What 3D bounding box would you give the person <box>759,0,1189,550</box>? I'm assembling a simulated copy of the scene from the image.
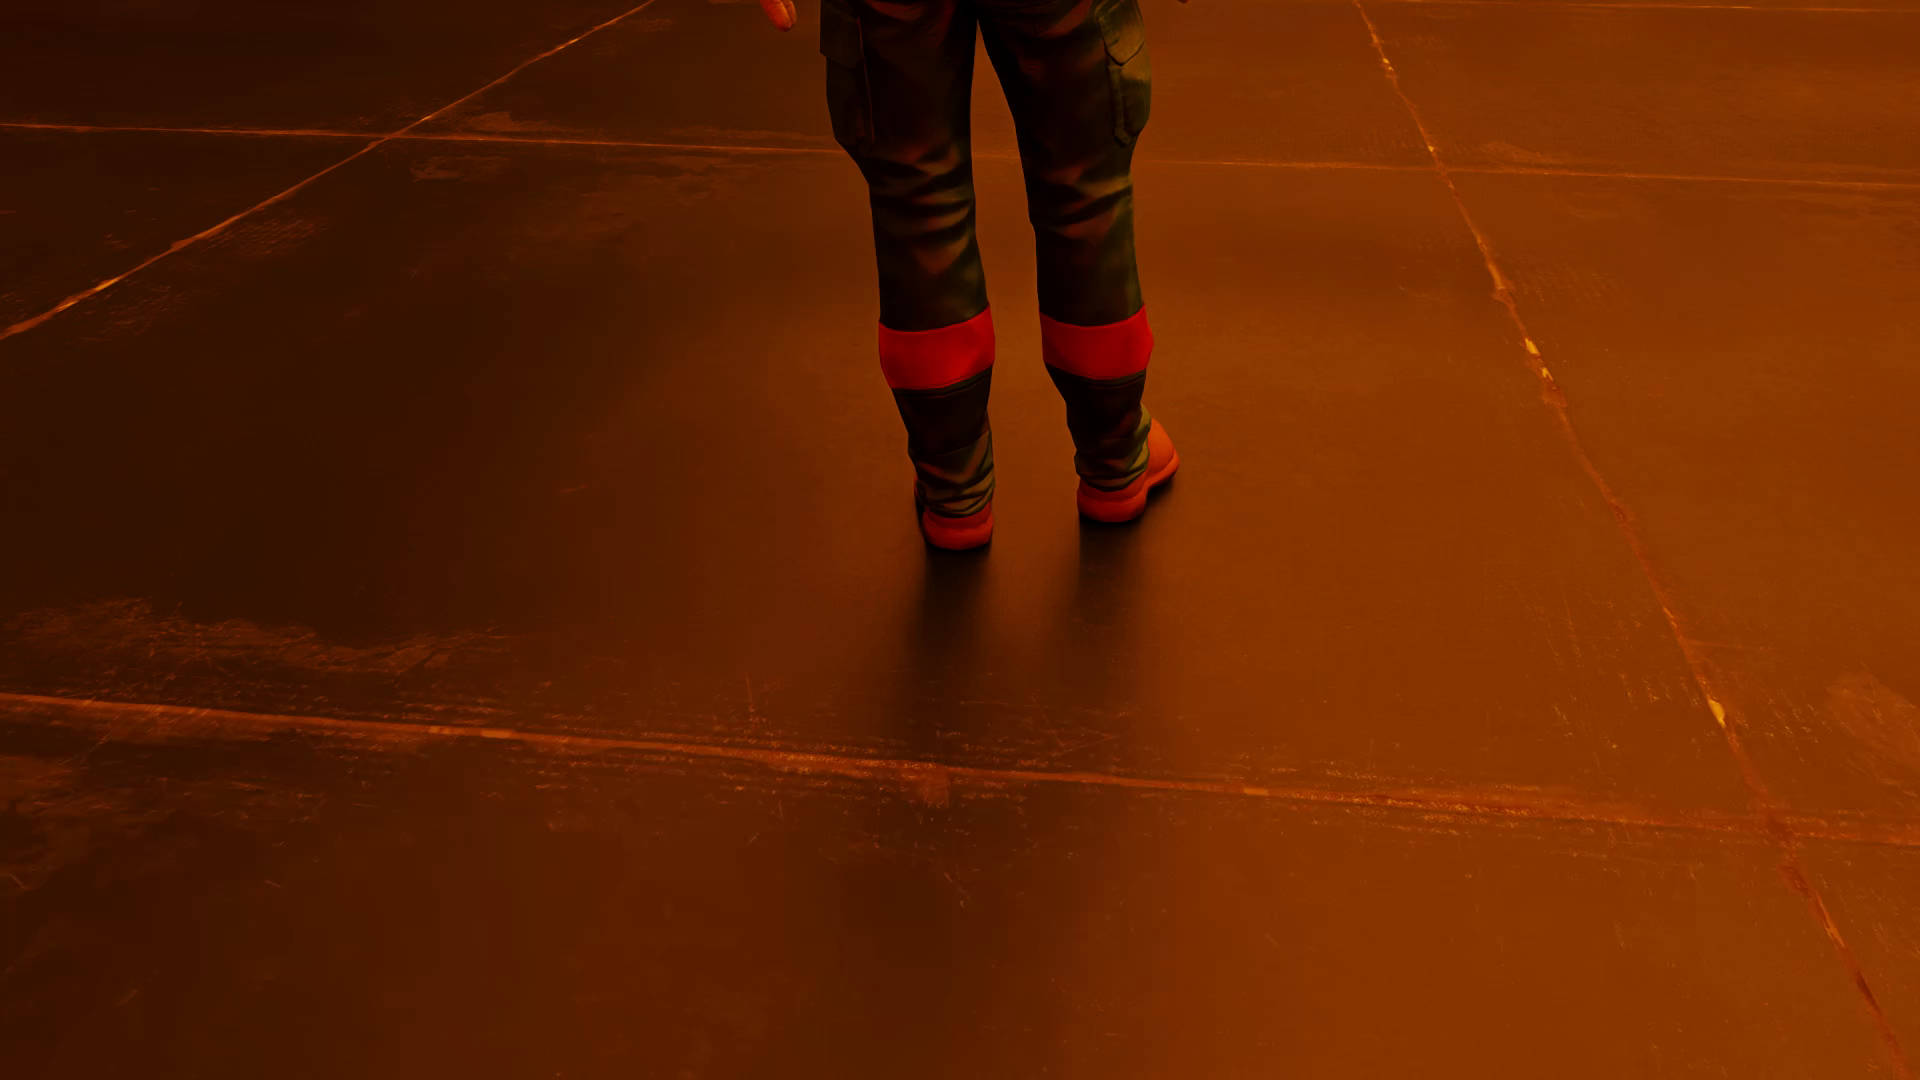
[{"bbox_3d":[0.023,-0.842,2.167,0.637,1.787,0.564,3,27,7],"label":"person"}]
